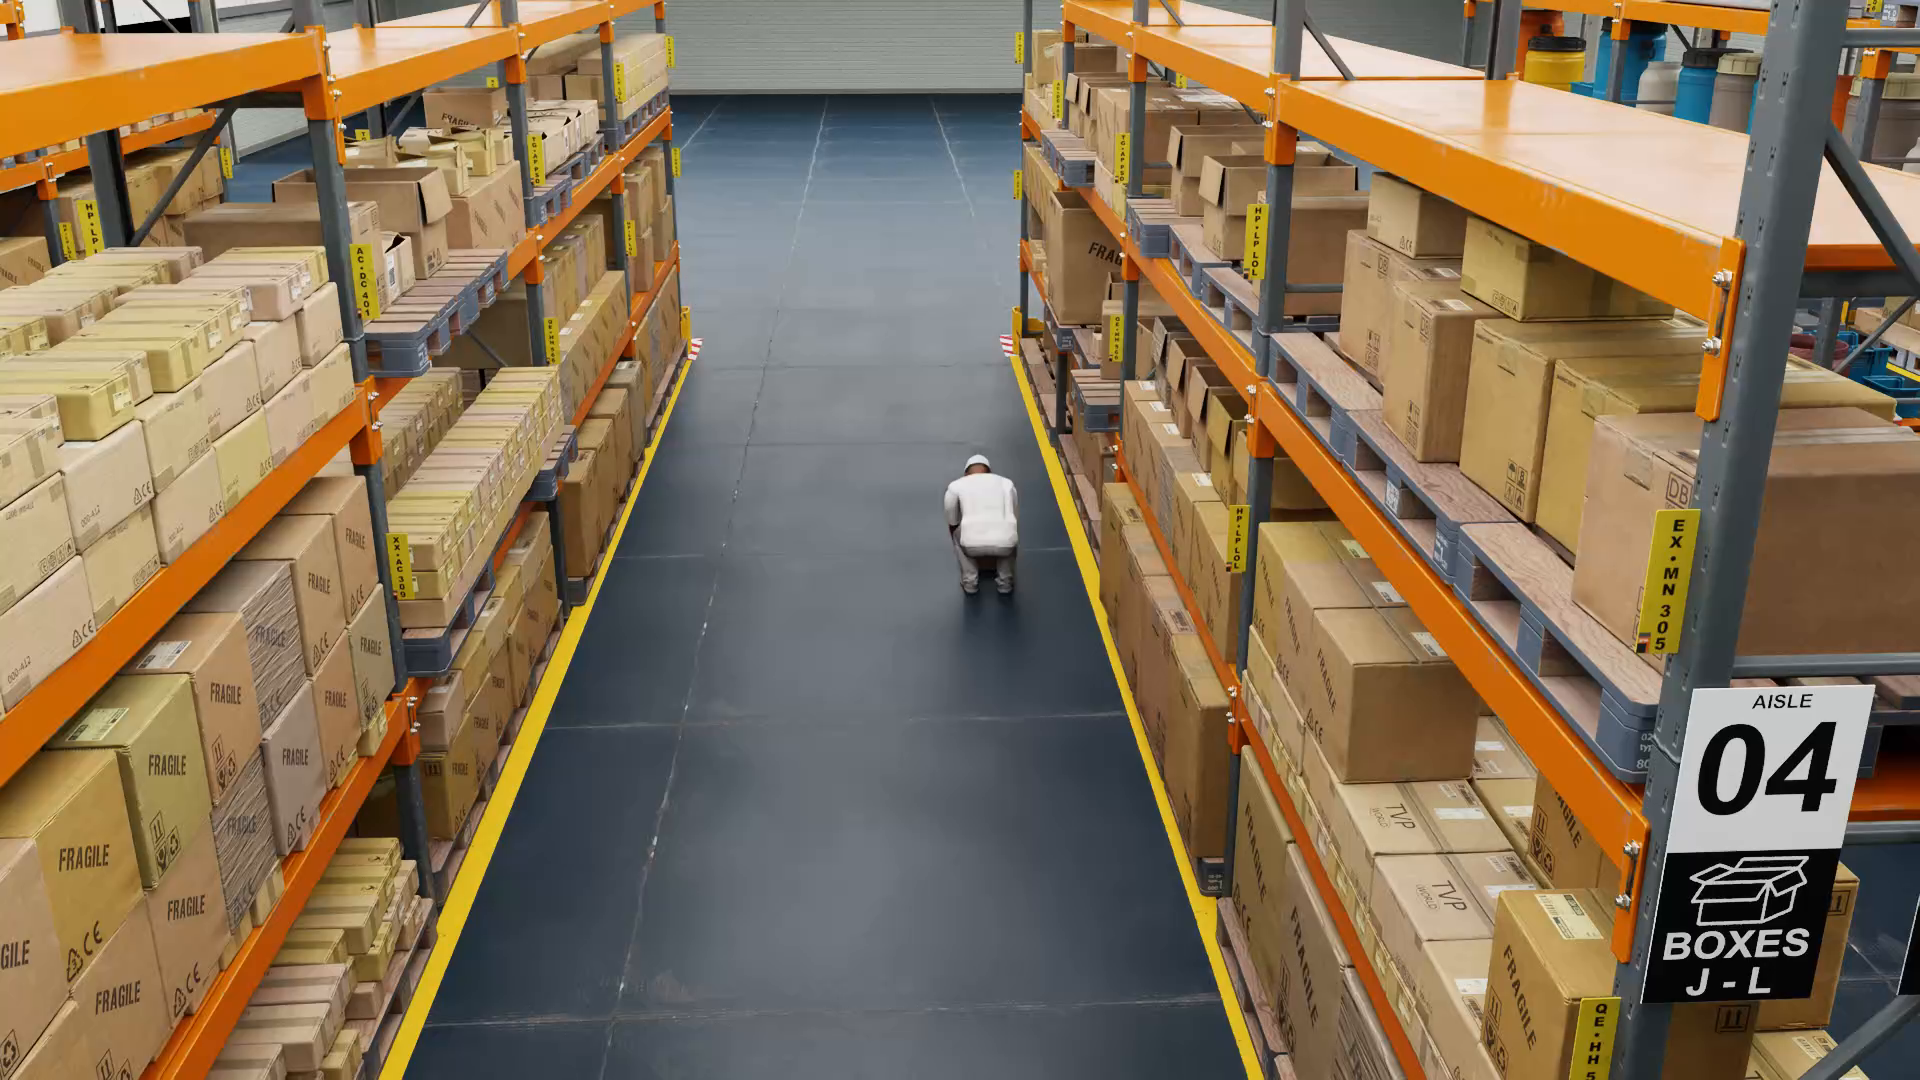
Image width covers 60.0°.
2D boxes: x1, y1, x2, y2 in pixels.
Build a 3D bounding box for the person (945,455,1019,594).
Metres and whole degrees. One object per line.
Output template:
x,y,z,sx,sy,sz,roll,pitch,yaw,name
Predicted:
0.169,-0.110,12.596,0.568,0.903,0.896,0,20,0,person
